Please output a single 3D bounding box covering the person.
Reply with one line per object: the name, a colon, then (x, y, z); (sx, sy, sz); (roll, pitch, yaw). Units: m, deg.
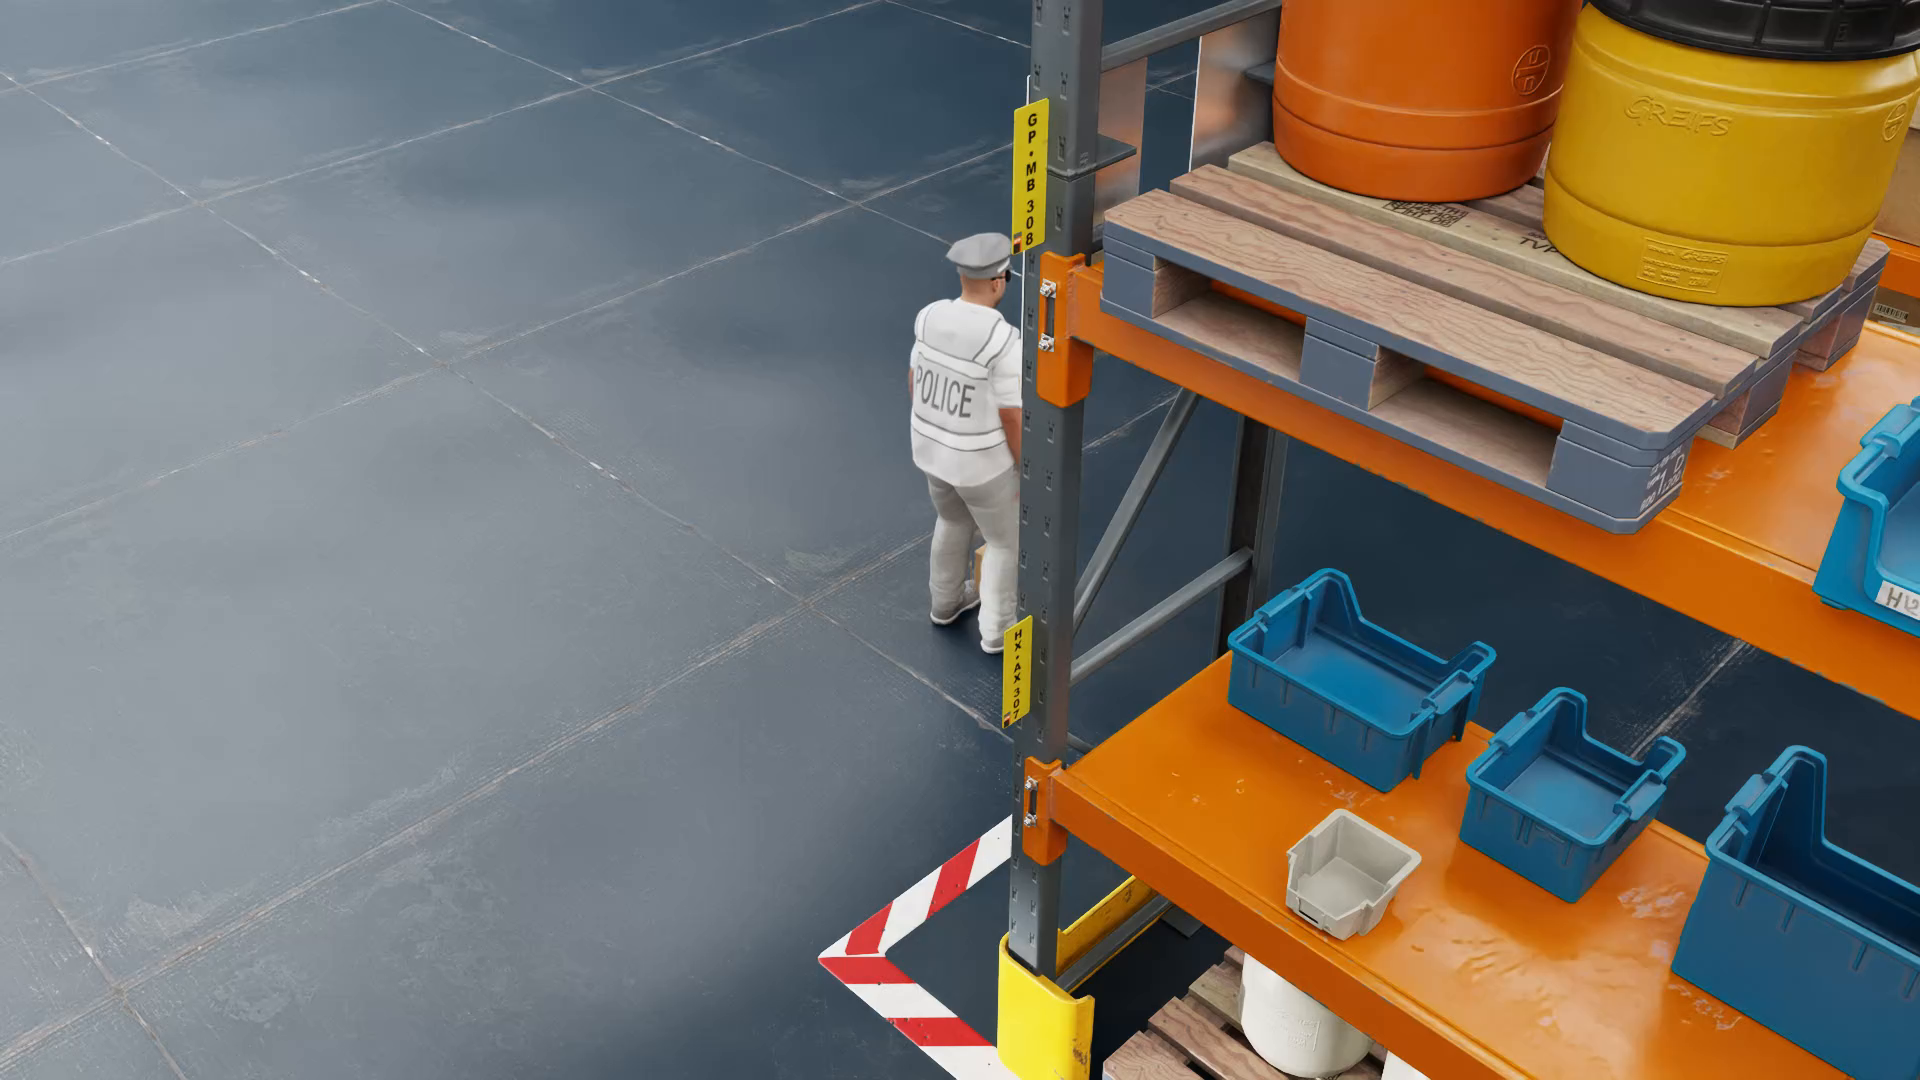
person: (0.049, -0.349, 6.634); (0.591, 1.746, 0.437); (28, 44, 33)
